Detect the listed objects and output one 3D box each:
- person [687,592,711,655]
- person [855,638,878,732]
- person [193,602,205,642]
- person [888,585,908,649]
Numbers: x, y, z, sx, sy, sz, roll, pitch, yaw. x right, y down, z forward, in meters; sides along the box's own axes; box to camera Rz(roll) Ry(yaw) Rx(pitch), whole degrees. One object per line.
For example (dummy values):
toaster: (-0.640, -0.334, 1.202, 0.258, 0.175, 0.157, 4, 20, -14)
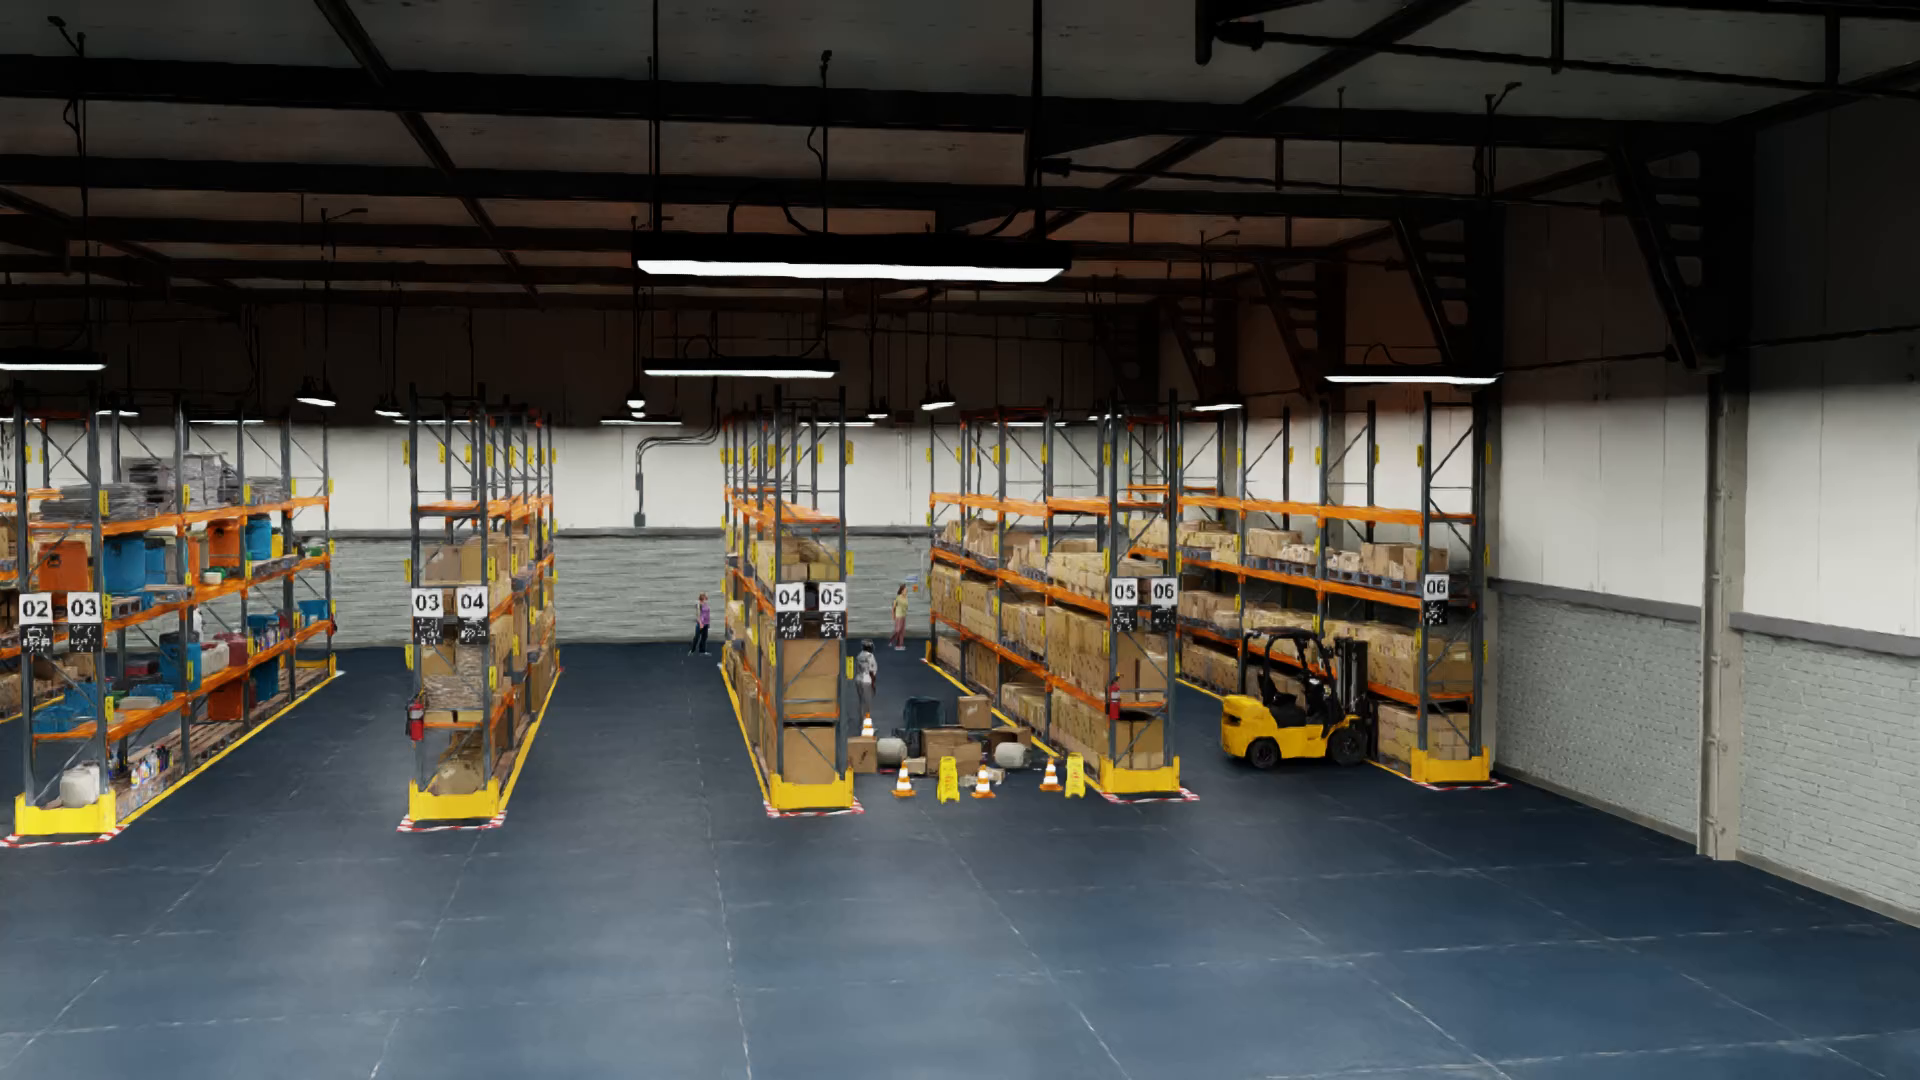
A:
person: (-6.544, 2.151, 41.607, 0.436, 1.500, 0.584, 2, 3, 28)
person: (-1.667, 2.616, 30.212, 0.439, 1.680, 0.546, -2, 4, -35)
person: (-18.101, 2.177, 39.329, 0.562, 1.651, 0.734, 1, 3, 26)
person: (-1.605, 1.990, 43.151, 0.505, 1.664, 0.510, 3, 4, 42)
